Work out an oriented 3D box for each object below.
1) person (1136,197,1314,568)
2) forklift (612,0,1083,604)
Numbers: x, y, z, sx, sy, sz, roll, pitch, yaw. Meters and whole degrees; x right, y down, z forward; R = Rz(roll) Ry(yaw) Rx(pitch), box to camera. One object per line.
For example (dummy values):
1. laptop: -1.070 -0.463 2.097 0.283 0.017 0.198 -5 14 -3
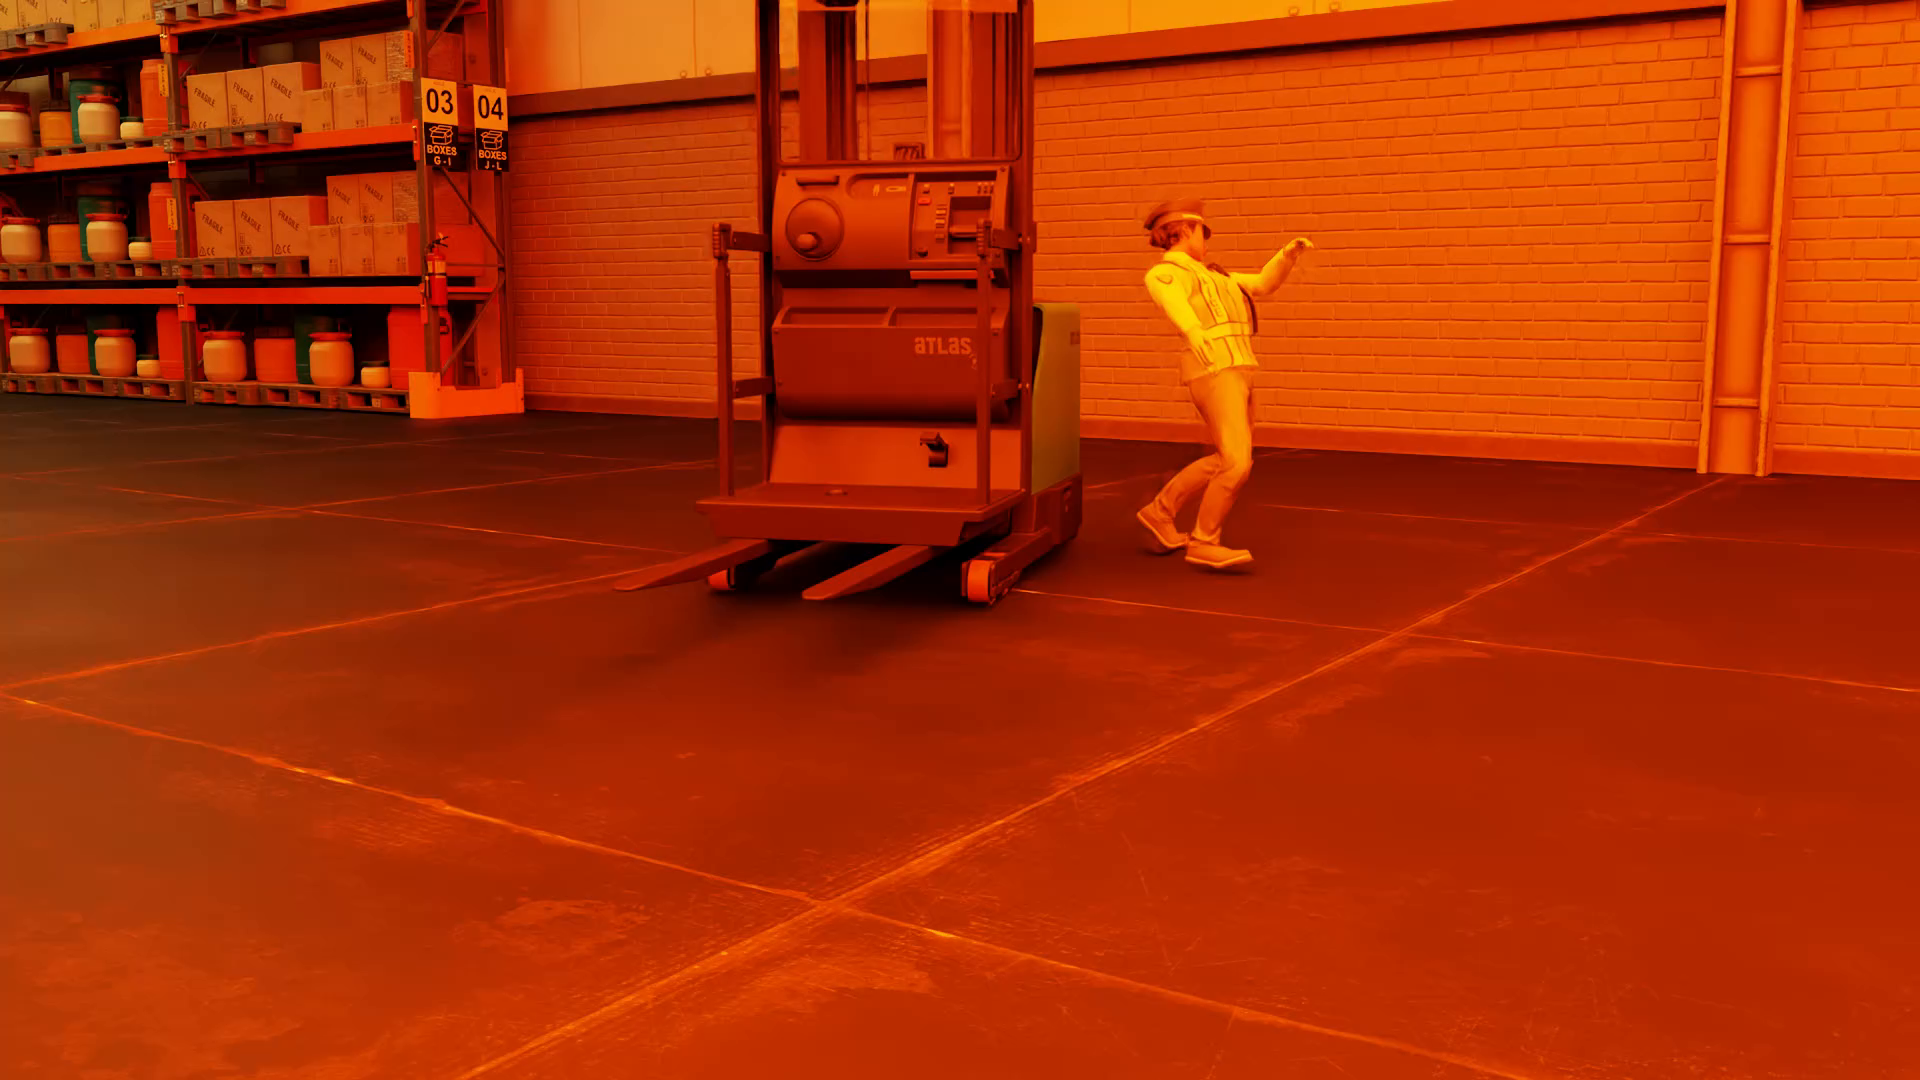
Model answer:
1. person: 1.010 -0.637 6.663 0.768 1.476 0.885 3 9 21
2. forklift: -0.324 -1.278 6.179 1.130 2.935 3.031 2 8 15
